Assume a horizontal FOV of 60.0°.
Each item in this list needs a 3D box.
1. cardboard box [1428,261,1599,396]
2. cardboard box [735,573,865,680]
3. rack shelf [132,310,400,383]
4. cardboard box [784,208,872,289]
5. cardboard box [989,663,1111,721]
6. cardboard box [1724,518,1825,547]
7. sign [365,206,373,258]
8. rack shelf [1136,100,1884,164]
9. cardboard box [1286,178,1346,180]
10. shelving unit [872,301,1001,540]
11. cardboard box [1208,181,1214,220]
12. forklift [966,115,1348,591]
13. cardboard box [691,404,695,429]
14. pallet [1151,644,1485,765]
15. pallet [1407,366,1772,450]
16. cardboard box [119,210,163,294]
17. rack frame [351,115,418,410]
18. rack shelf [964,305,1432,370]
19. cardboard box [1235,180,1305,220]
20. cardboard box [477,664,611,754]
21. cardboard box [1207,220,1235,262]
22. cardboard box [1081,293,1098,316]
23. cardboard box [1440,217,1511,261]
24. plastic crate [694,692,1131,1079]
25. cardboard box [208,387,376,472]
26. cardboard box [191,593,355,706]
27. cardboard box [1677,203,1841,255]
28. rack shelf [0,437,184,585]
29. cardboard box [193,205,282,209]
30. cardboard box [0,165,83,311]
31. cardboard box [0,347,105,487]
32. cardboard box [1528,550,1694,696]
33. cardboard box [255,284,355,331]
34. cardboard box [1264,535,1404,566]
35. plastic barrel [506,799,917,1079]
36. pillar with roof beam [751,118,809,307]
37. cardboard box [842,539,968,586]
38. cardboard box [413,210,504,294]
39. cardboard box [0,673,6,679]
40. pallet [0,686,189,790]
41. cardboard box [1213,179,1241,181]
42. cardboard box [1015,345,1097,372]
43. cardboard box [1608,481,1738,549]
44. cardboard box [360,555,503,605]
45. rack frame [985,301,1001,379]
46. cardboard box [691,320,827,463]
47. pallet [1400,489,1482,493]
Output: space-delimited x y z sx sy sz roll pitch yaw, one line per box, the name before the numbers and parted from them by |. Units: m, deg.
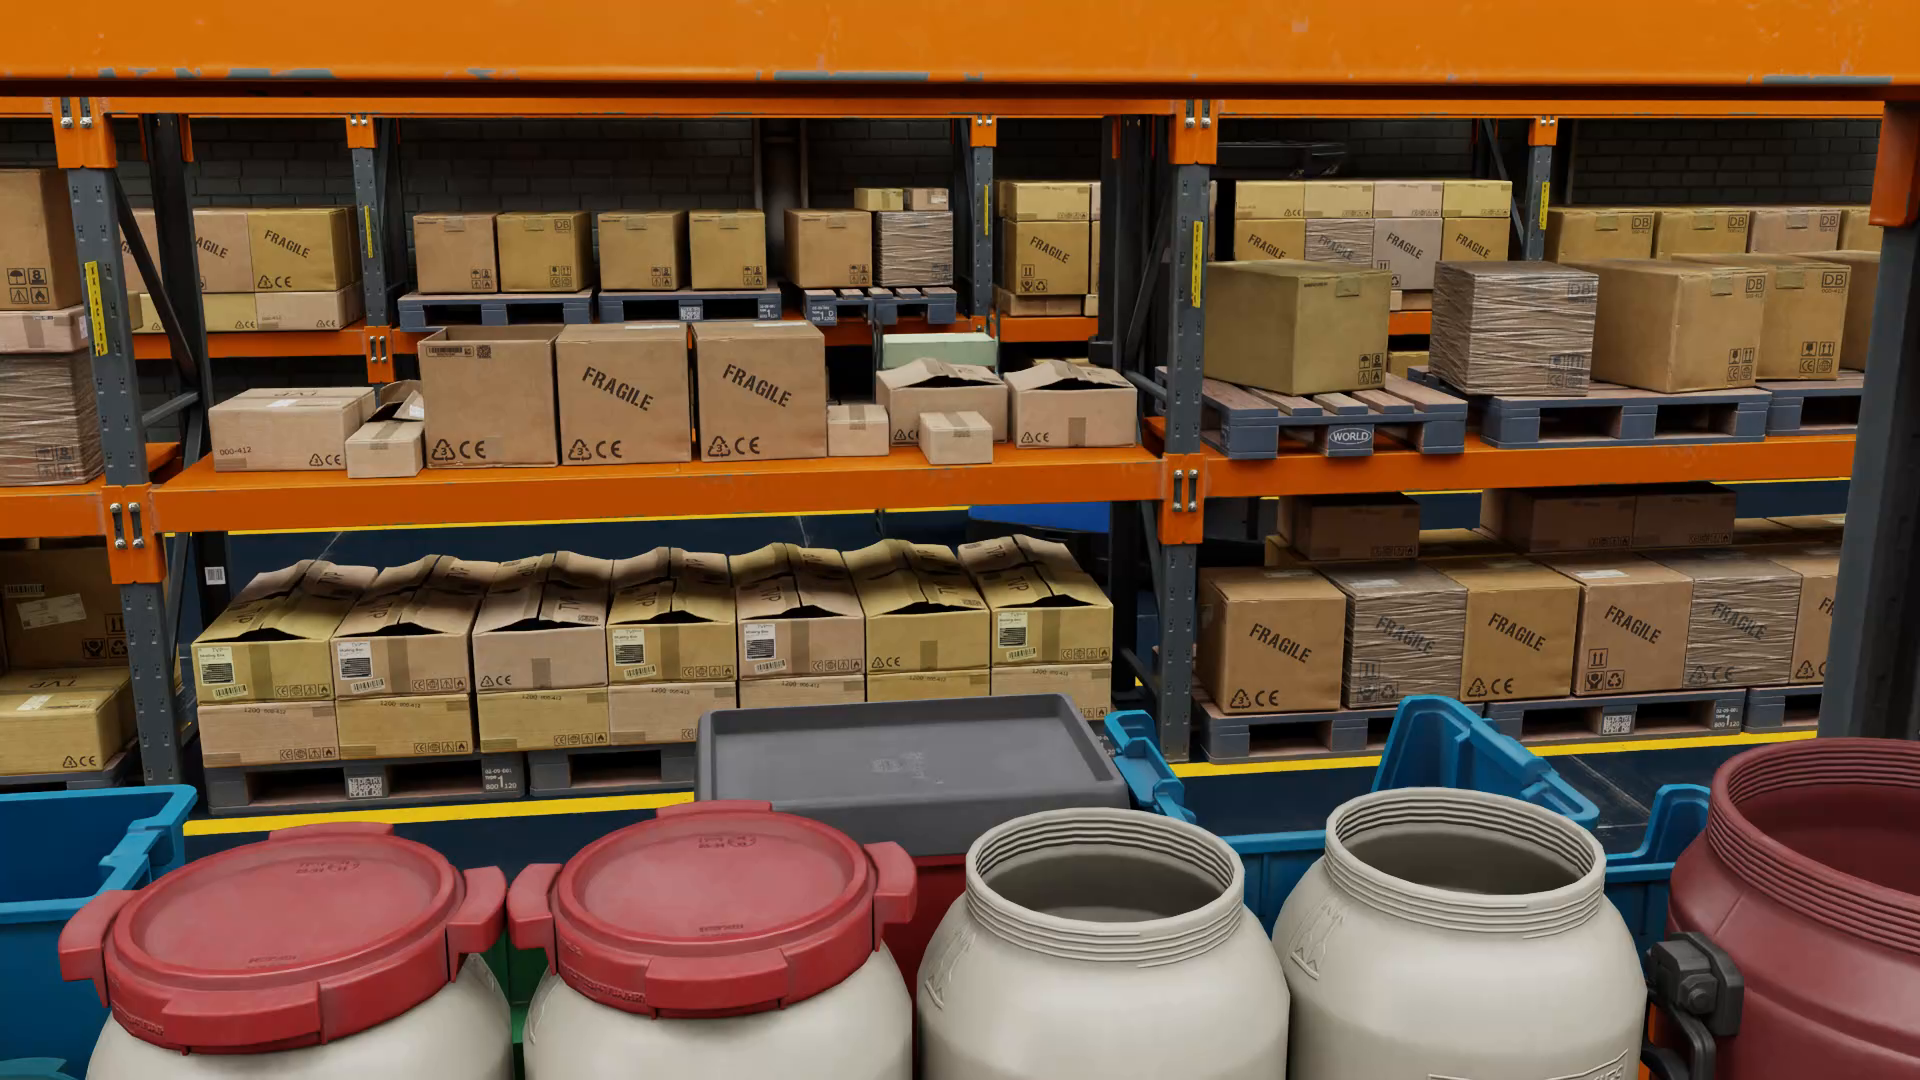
cardboard box | 2.366 -0.924 7.172 0.500 0.500 0.700 1 14 2
cardboard box | -0.666 0.339 6.839 0.500 0.311 0.500 -2 14 -9
rack shelf | -5.847 -1.260 11.059 4.000 0.370 1.077 -2 14 -8
cardboard box | -0.926 -2.042 11.588 0.500 0.500 0.700 -3 14 -14
cardboard box | 0.344 0.573 7.061 0.500 0.250 0.500 -2 14 -7
cardboard box | 3.743 0.200 7.992 0.500 0.500 0.500 -2 14 -7
sign | -3.781 -1.971 10.635 0.005 0.325 0.100 -2 14 -8
rack shelf | 2.805 -1.813 7.099 4.000 0.370 1.077 -2 14 -8
cardboard box | 2.536 -2.544 12.298 0.500 0.250 0.500 -3 14 -10
shelving unit | -0.153 -0.742 10.597 0.755 1.500 0.431 -2 14 -9
cardboard box | 1.598 -2.386 11.669 0.500 0.250 0.500 -2 14 -8
forklift | 1.595 -1.212 9.529 3.031 2.935 1.130 7 15 24
cardboard box | -2.130 -0.753 11.791 0.500 0.500 0.700 -2 14 -8
pallet | 1.572 0.700 7.498 1.213 0.211 1.003 -2 14 -8
pallet | 2.750 -0.613 7.396 1.213 0.211 1.003 -2 14 -8
cardboard box | -5.283 -1.855 10.680 0.500 0.500 0.500 -3 14 -10
rack frame | -3.869 -1.681 11.260 0.127 3.000 1.000 -2 14 -8
rack shelf | 2.064 -1.550 12.215 4.000 0.370 1.077 -2 14 -8
cardboard box | 2.102 -2.406 11.749 0.500 0.250 0.500 -2 14 -9
cardboard box | -1.675 0.647 6.763 0.500 0.250 0.500 -3 14 -10
cardboard box | 1.615 -2.019 11.749 0.500 0.500 0.500 -2 14 -9
cardboard box | 0.972 -1.667 11.677 0.250 0.149 0.380 -2 14 -7
cardboard box | 3.622 -2.096 12.057 0.500 0.500 0.500 -2 14 -9
plastic crate | -0.082 0.511 2.388 0.583 0.464 0.402 -2 14 -8
cardboard box | -2.647 -0.446 6.641 0.500 0.250 0.500 -1 14 -5
cardboard box | -2.682 0.413 6.545 0.500 0.311 0.500 -2 14 -8
cardboard box | 6.021 -2.186 12.657 0.700 0.700 0.980 -3 14 -11
rack shelf | -5.105 -0.069 6.308 4.000 0.370 1.077 -2 14 -8
cardboard box | -4.877 -1.997 11.246 0.500 0.500 0.500 -2 14 -9
cardboard box | -3.566 -1.150 6.269 0.500 0.500 0.700 -2 14 -8
cardboard box | -3.566 -0.521 6.427 0.500 0.500 0.700 -2 14 -10
cardboard box | 2.849 0.359 7.359 0.500 0.500 0.500 -3 14 -10
cardboard box | -4.293 -1.528 10.917 0.500 0.250 0.500 -2 14 -8
cardboard box | 1.717 0.274 7.698 0.500 0.500 0.500 -2 14 -6
plastic barrel | -0.261 0.612 1.838 0.433 0.535 0.433 0 14 0
pillar with roof beam | -0.687 -3.862 7.621 0.400 9.000 9.100 -2 14 -8
cardboard box | -0.252 0.192 7.424 0.500 0.311 0.500 -2 14 -10
cardboard box | -3.361 -1.954 11.235 0.500 0.500 0.700 -2 14 -8
cardboard box | -4.050 0.725 6.453 0.500 0.250 0.500 -2 14 -8
pallet | -3.920 0.881 6.774 1.213 0.211 1.003 -2 14 -8
cardboard box | 2.020 -2.526 12.227 0.500 0.250 0.500 -2 14 -10
cardboard box | 0.833 -0.982 12.029 0.750 0.750 0.750 -2 14 -9
cardboard box | 3.280 -0.149 7.844 0.500 0.250 0.500 -2 14 -8
cardboard box | -2.256 0.264 7.139 0.500 0.311 0.500 -2 14 -7
rack frame | 0.208 -0.757 10.656 0.023 1.500 0.400 -2 14 -9
cardboard box | -0.829 -0.619 6.817 0.500 0.500 0.500 -3 14 -11
pallet | 3.290 -0.573 12.571 1.213 0.211 1.003 -2 14 -8
